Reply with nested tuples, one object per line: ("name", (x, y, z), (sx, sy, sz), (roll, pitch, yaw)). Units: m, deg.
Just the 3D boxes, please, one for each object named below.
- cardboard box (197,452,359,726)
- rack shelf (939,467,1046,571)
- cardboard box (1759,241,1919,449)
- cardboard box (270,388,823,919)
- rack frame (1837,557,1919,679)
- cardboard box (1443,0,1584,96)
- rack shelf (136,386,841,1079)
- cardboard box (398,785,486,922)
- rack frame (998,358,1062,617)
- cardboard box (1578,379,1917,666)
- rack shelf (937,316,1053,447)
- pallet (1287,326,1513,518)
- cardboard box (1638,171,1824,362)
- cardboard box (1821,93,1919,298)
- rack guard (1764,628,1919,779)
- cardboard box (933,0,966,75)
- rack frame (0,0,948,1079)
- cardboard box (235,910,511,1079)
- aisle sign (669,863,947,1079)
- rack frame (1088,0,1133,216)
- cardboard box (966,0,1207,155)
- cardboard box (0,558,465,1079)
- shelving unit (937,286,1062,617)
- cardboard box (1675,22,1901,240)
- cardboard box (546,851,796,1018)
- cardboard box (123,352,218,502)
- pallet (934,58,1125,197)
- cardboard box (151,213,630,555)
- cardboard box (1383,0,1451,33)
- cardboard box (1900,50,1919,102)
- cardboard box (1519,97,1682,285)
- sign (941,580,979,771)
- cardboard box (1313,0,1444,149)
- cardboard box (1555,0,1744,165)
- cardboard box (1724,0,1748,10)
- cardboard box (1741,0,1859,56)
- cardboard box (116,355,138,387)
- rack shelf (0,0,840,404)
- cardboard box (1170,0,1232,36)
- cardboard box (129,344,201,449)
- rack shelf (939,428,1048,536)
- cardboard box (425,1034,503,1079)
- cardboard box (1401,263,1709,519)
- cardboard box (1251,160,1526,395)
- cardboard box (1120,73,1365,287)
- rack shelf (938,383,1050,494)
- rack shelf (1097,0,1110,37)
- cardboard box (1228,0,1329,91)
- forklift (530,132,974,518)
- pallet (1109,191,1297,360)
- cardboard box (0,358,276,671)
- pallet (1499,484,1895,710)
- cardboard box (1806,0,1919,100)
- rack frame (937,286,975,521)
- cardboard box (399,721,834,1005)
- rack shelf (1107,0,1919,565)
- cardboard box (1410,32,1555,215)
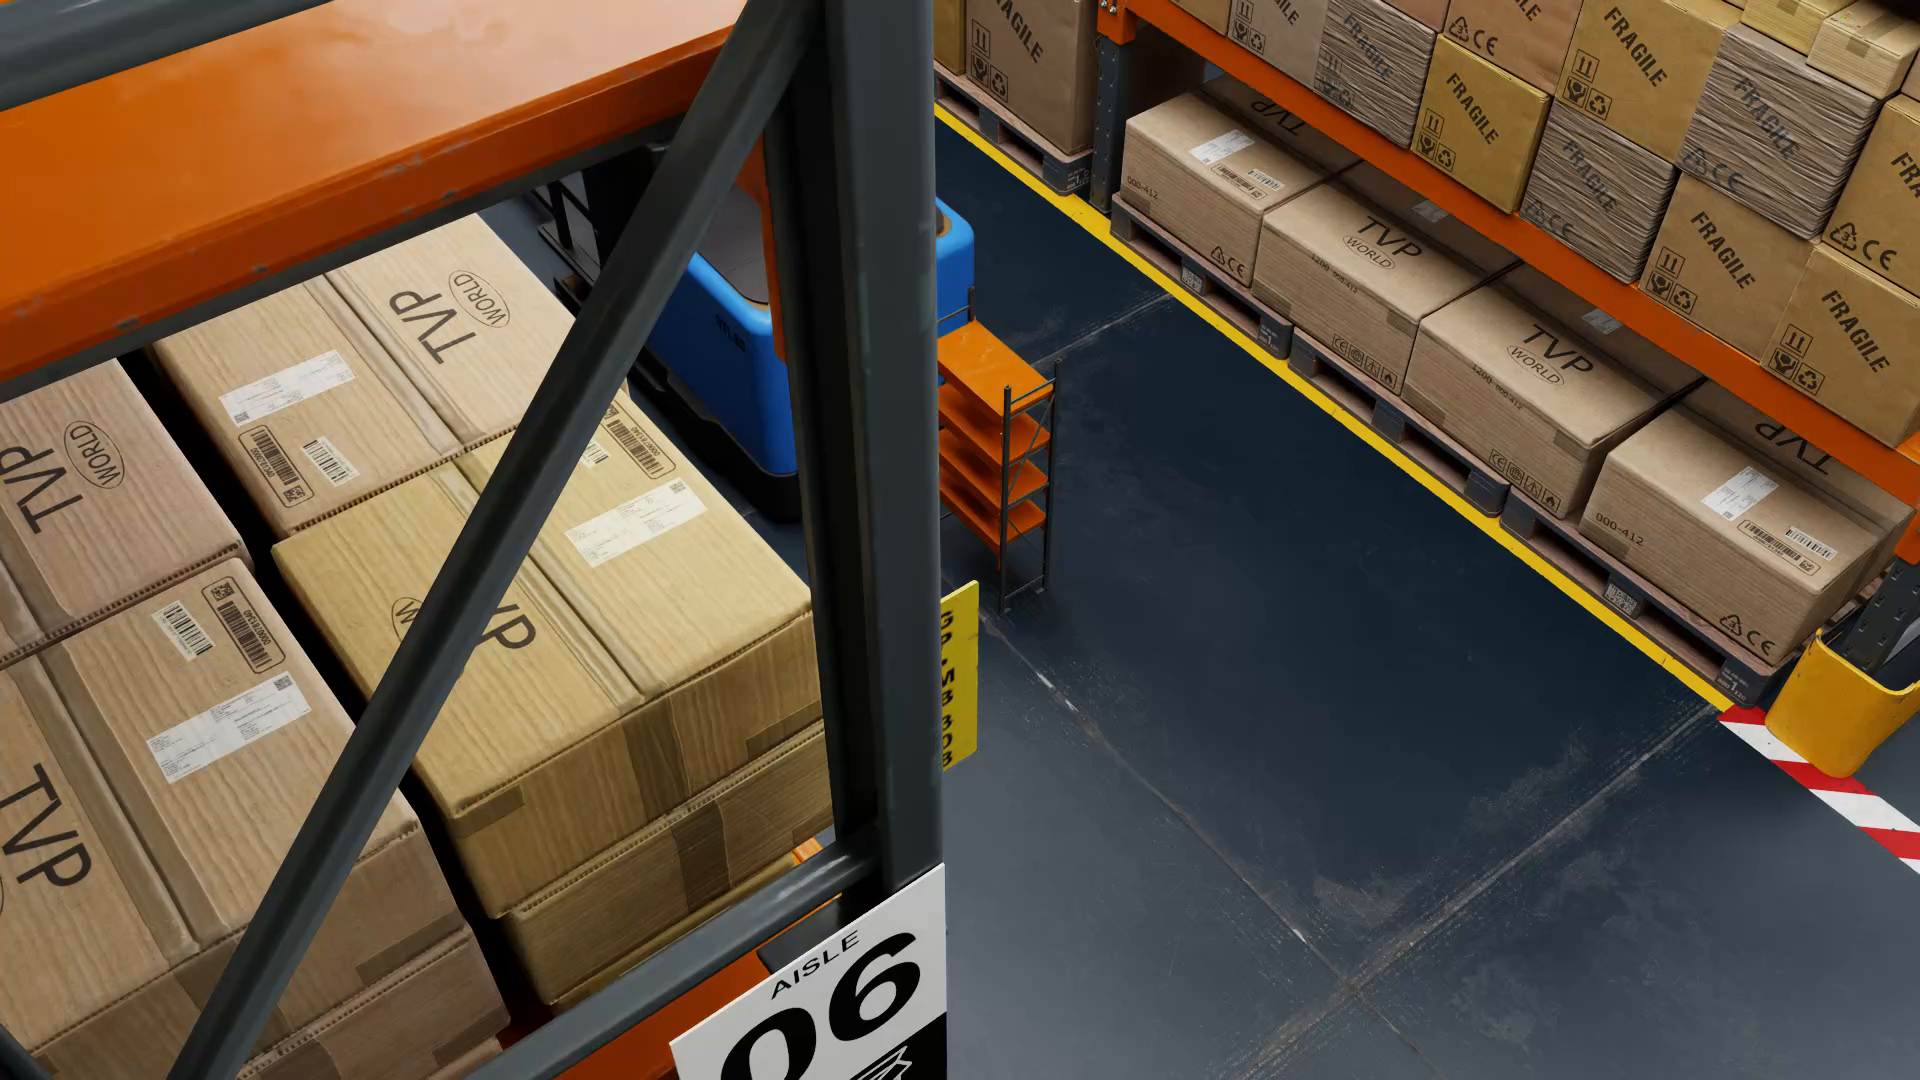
("cardboard box", (-0.827, -0.011, 2.610), (0.500, 0.250, 0.500), (-28, 54, -23))
("rack shelf", (0.100, -0.127, 6.413), (0.258, 0.148, 0.480), (-29, 54, -24))
("cardboard box", (2.993, -0.707, 5.298), (0.500, 0.500, 0.500), (-29, 54, -24))
("cardboard box", (-0.521, 0.122, 2.152), (0.500, 0.250, 0.500), (-30, 54, -24))
("rack frame", (3.496, -0.508, 5.185), (1.000, 3.000, 0.127), (-29, 54, -24))
("cardboard box", (2.075, -1.940, 5.741), (0.500, 0.500, 0.500), (-30, 54, -24))
("rack shelf", (-1.663, -0.224, 3.388), (1.077, 0.370, 4.000), (-29, 54, -24))
("cardboard box", (-0.640, 0.363, 2.540), (0.380, 0.149, 0.250), (-28, 54, -23))
("rack frame", (0.248, -0.162, 6.085), (0.240, 1.200, 0.015), (-29, 54, -24))
("cardboard box", (3.017, -0.133, 6.291), (0.875, 0.438, 0.875), (-31, 55, -25))
("rack shelf", (0.100, -0.569, 5.925), (0.258, 0.148, 0.480), (-29, 54, -24))
("pallet", (2.215, -0.727, 7.265), (1.003, 0.211, 1.213), (-29, 54, -24))
("cardboard box", (2.702, -1.010, 5.572), (0.500, 0.500, 0.500), (-30, 55, -25))
("cardboard box", (3.015, -1.055, 4.938), (0.500, 0.500, 0.500), (-28, 54, -23))
("rack guard", (3.511, 0.346, 6.098), (1.175, 0.500, 0.348), (-29, 54, -24))
("cardboard box", (0.082, -3.153, 8.733), (0.875, 0.875, 0.875), (-28, 54, -23))
("rack frame", (-0.452, -0.294, 0.942), (1.000, 3.000, 0.127), (-29, 54, -24))
("cardboard box", (-0.938, 0.524, 2.125), (0.500, 0.250, 0.500), (-30, 55, -25))
("aisle sign", (-0.177, 0.756, 2.284), (0.394, 0.787, 0.004), (-29, 54, -24))
("rack frame", (1.074, -2.867, 7.323), (1.000, 3.000, 0.127), (-29, 54, -24))
("cardboard box", (0.635, -2.624, 8.253), (0.875, 0.875, 0.875), (-28, 54, -23))
("cardboard box", (-0.943, 0.359, 1.937), (0.500, 0.250, 0.500), (-31, 55, -25))
("shelving unit", (0.100, -0.305, 6.216), (0.258, 1.200, 0.503), (-29, 54, -24))
("cardboard box", (2.675, -1.350, 5.206), (0.500, 0.500, 0.500), (-29, 54, -24))
("cardboard box", (-0.460, 0.505, 2.411), (0.380, 0.149, 0.250), (-28, 54, -23))
("cardboard box", (-1.127, -0.318, 2.888), (0.500, 0.250, 0.500), (-31, 55, -25))
("pallet", (0.547, -2.351, 8.738), (1.003, 0.211, 1.213), (-29, 54, -24))
("cardboard box", (-0.814, -0.187, 2.432), (0.500, 0.250, 0.500), (-30, 54, -24))
("cardboard box", (1.772, -2.239, 6.011), (0.500, 0.500, 0.500), (-28, 54, -23))
("cardboard box", (2.947, -1.356, 4.773), (0.380, 0.149, 0.250), (-28, 54, -23))
("cardboard box", (2.382, -1.309, 5.843), (0.500, 0.500, 0.500), (-28, 54, -23))
("sign", (-0.020, 0.176, 1.950), (0.100, 0.325, 0.005), (-29, 54, -24))
("cardboard box", (1.747, -1.911, 6.389), (0.500, 0.500, 0.500), (-29, 54, -24))
("cardboard box", (2.378, -1.643, 5.471), (0.500, 0.500, 0.500), (-30, 54, -24))
("cardboard box", (2.502, -1.823, 5.197), (0.380, 0.149, 0.250), (-30, 54, -24))
("cardboard box", (2.604, -1.637, 5.028), (0.380, 0.149, 0.250), (-28, 54, -23))
("cardboard box", (-1.459, -0.613, 3.156), (0.500, 0.250, 0.500), (-30, 55, -25))
("rack shelf", (-1.663, -1.231, 2.278), (1.077, 0.370, 4.000), (-29, 54, -24))
("cardboard box", (1.150, -2.506, 6.929), (0.500, 0.500, 0.500), (-28, 54, -23))
("cardboard box", (-1.129, -0.477, 2.695), (0.500, 0.250, 0.500), (-30, 55, -25))
("rack shelf", (0.100, -0.260, 6.266), (0.258, 0.148, 0.480), (-29, 54, -24))
("cardboard box", (-0.830, 0.713, 2.223), (0.380, 0.149, 0.250), (-28, 54, -23))
("cardboard box", (2.456, -0.669, 6.776), (0.875, 0.438, 0.875), (-28, 54, -23))
("cardboard box", (1.911, -1.201, 7.259), (0.875, 0.438, 0.875), (-31, 55, -25))
("cardboard box", (1.369, -1.729, 7.737), (0.875, 0.438, 0.875), (-30, 54, -24))
("rack shelf", (0.100, -0.410, 6.100), (0.258, 0.148, 0.480), (-29, 54, -24))
("rack shelf", (-0.137, -3.804, 8.659), (1.077, 0.370, 4.000), (-29, 54, -24))
("cardboard box", (1.451, -2.207, 6.658), (0.500, 0.500, 0.500), (-29, 54, -24))
("forklift", (-1.209, -2.125, 6.697), (1.130, 2.935, 3.031), (-29, 54, -24))
("pallet", (1.472, -1.446, 7.918), (1.003, 0.211, 1.213), (-29, 54, -24))
("cardboard box", (-1.258, 0.052, 2.215), (0.500, 0.250, 0.500), (-31, 55, -25))
("pallet", (2.950, -0.008, 6.613), (1.003, 0.211, 1.213), (-29, 54, -24))
("cardboard box", (2.723, -1.470, 4.877), (0.380, 0.149, 0.250), (-30, 54, -24))
("rack frame", (-0.047, -0.449, 6.346), (0.240, 1.200, 0.015), (-29, 54, -24))
("cardboard box", (-0.503, 0.280, 2.347), (0.500, 0.250, 0.500), (-30, 54, -24))
("rack shelf", (2.285, -1.446, 6.520), (1.077, 0.370, 4.000), (-29, 54, -24))
("cardboard box", (2.059, -1.607, 6.114), (0.500, 0.500, 0.500), (-28, 54, -23))
